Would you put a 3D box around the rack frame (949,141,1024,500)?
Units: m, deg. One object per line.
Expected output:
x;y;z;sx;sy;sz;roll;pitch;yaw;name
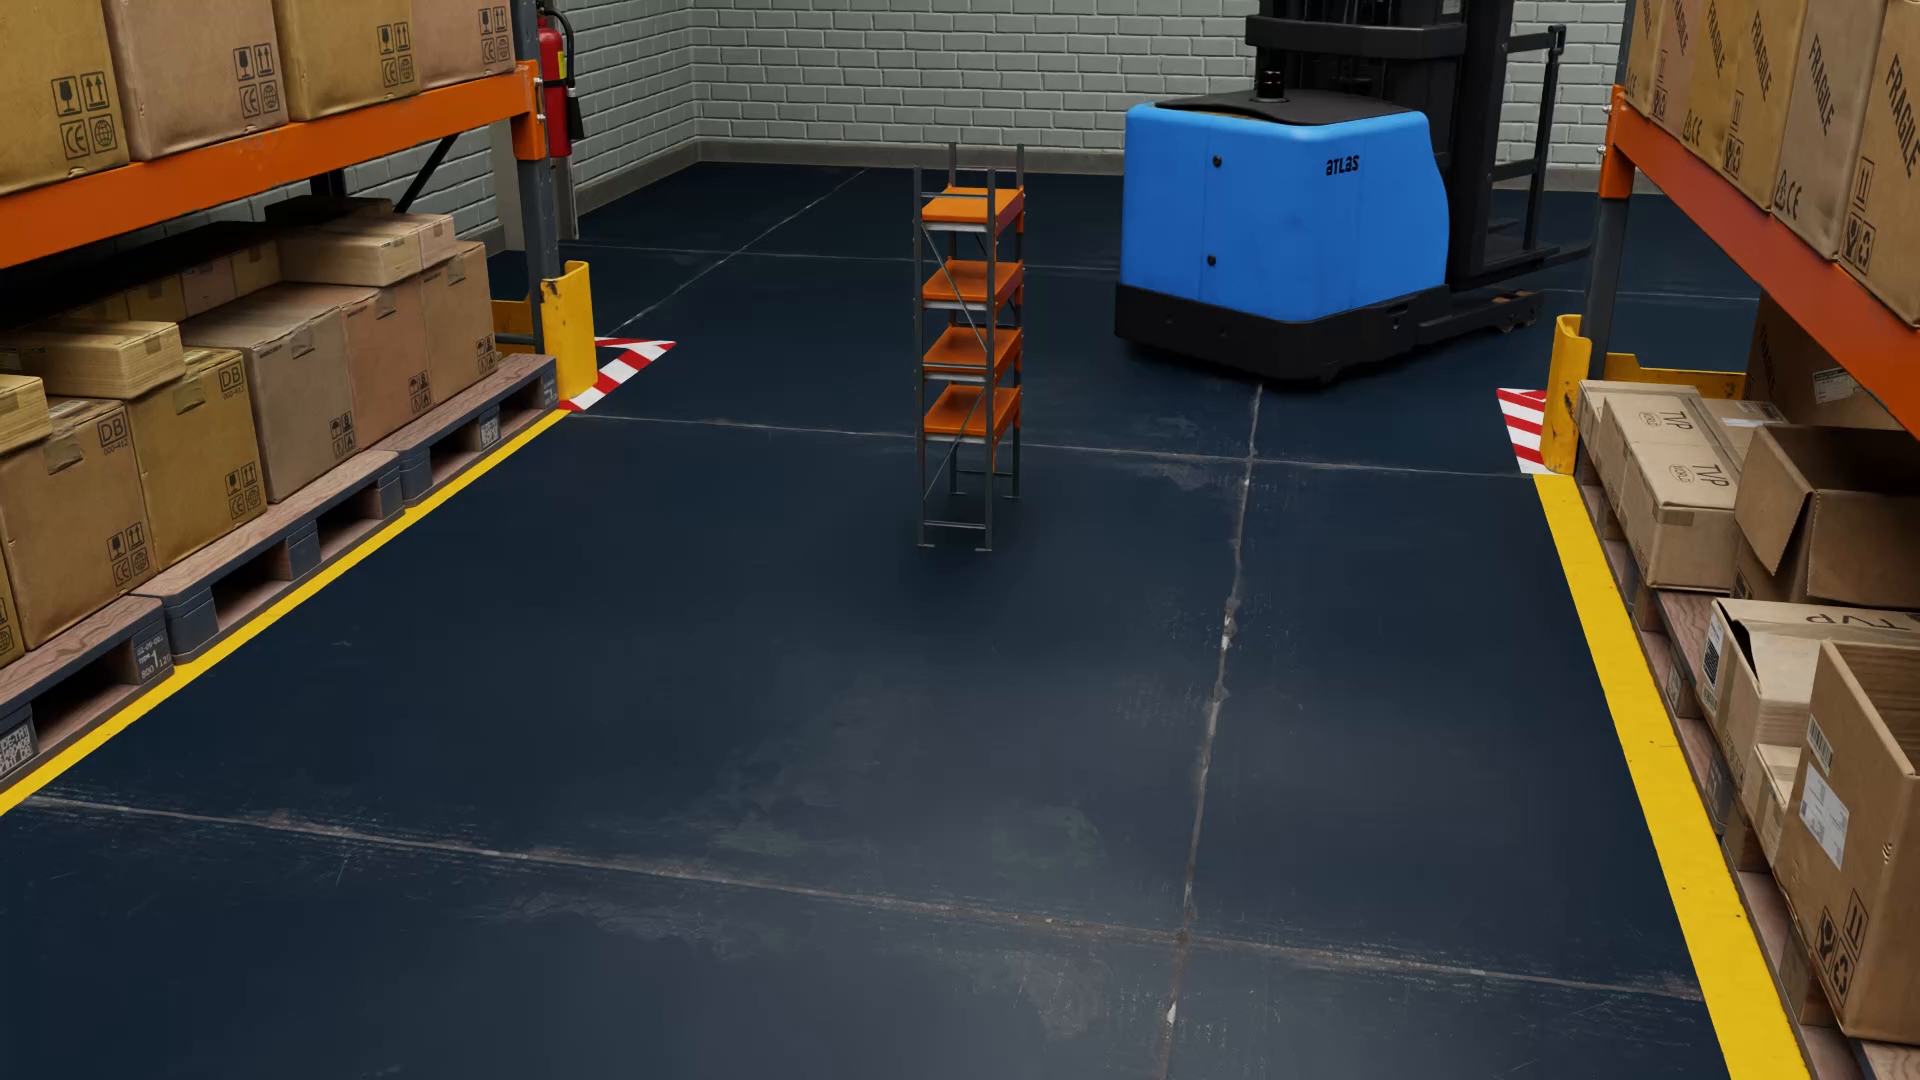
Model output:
0.084;-0.706;5.501;0.240;1.200;0.015;4;22;11;rack frame

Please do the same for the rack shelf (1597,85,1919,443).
2.315;-0.608;3.812;1.077;0.370;4.000;4;22;11;rack shelf

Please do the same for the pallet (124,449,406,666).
-2.464;-0.013;5.103;1.003;0.211;1.213;4;22;11;pallet

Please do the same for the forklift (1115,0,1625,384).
2.126;-2.451;7.517;3.031;2.935;1.130;-19;28;-38;forklift

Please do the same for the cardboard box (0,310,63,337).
-2.703;-0.532;4.576;0.380;0.149;0.250;5;22;11;cardboard box

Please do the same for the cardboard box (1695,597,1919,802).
1.899;0.328;3.533;0.500;0.311;0.500;4;22;11;cardboard box

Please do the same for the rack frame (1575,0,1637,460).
2.723;-1.673;5.493;1.000;3.000;0.127;4;22;11;rack frame

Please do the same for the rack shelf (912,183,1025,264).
0.034;-0.982;5.133;0.258;0.148;0.480;4;22;11;rack shelf

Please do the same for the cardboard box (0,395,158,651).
-2.584;-0.071;4.299;0.700;0.500;0.500;4;22;10;cardboard box

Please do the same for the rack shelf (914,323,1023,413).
0.034;-0.555;5.305;0.258;0.148;0.480;4;22;11;rack shelf

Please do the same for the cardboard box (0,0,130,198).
-2.662;-1.190;3.891;0.980;0.700;0.700;4;22;10;cardboard box

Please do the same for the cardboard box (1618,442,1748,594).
2.131;-0.059;4.577;0.500;0.250;0.500;4;22;11;cardboard box

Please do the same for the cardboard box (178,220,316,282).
-2.444;-0.998;5.732;0.380;0.149;0.250;5;22;11;cardboard box

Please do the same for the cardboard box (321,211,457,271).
-2.019;-1.061;5.889;0.380;0.149;0.250;4;22;10;cardboard box

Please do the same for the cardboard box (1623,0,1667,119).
2.375;-1.578;5.122;0.500;0.500;0.500;5;22;12;cardboard box

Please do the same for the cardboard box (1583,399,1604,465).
2.251;-0.345;5.398;0.380;0.166;0.250;4;22;11;cardboard box

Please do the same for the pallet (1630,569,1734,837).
2.295;0.384;4.117;1.003;0.211;1.213;4;22;11;pallet

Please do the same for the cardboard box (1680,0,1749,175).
2.169;-1.205;4.197;0.500;0.500;0.500;4;22;11;cardboard box

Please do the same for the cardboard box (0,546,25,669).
-2.690;0.112;3.844;0.700;0.500;0.500;5;22;12;cardboard box

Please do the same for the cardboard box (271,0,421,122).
-2.359;-1.735;5.244;0.980;0.700;0.700;4;22;10;cardboard box

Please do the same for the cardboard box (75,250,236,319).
-2.547;-0.813;5.273;0.380;0.149;0.250;5;22;12;cardboard box

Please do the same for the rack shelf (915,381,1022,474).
0.034;-0.371;5.379;0.258;0.148;0.480;4;22;11;rack shelf

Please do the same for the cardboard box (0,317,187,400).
-2.335;-0.491;4.473;0.380;0.149;0.250;4;22;9;cardboard box

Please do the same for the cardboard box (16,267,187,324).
-2.599;-0.719;5.040;0.380;0.149;0.250;5;22;11;cardboard box

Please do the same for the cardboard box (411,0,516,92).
-2.221;-2.002;5.907;0.980;0.700;0.700;5;23;13;cardboard box

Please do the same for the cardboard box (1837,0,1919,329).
1.862;-0.648;2.813;0.500;0.500;0.500;5;22;12;cardboard box

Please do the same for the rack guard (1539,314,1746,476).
2.708;-0.486;5.891;1.175;0.500;0.348;4;22;11;rack guard

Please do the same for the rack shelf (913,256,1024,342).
0.034;-0.762;5.221;0.258;0.148;0.480;4;22;11;rack shelf

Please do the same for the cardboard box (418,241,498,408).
-2.172;-0.821;6.162;0.700;0.500;0.500;4;22;11;cardboard box

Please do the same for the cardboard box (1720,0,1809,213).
2.066;-1.022;3.743;0.500;0.500;0.500;5;22;12;cardboard box

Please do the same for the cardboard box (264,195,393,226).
-2.342;-1.183;6.192;0.380;0.149;0.250;5;22;11;cardboard box

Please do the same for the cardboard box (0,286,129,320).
-2.651;-0.627;4.810;0.380;0.149;0.250;4;22;10;cardboard box

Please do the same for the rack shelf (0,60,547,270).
-2.535;-0.985;4.746;1.077;0.370;4.000;4;22;11;rack shelf

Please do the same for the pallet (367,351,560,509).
-2.213;-0.458;6.208;1.003;0.211;1.213;4;22;11;pallet

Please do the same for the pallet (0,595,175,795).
-2.711;0.435;3.992;1.003;0.211;1.213;4;22;11;pallet

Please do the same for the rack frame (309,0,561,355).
-2.127;-2.050;6.428;1.000;3.000;0.127;4;22;11;rack frame

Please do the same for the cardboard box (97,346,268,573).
-2.477;-0.259;4.765;0.700;0.500;0.500;5;22;12;cardboard box

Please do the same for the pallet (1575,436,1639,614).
2.546;-0.060;5.221;1.003;0.211;1.213;4;22;11;pallet

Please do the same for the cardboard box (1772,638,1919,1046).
1.746;0.515;2.817;0.500;0.500;0.500;4;22;11;cardboard box

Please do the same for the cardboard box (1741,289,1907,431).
2.854;-0.500;5.338;0.500;0.500;0.500;4;22;11;cardboard box

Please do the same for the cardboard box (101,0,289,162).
-2.523;-1.456;4.553;0.980;0.700;0.700;3;22;8;cardboard box

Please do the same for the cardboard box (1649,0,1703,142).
2.275;-1.389;4.652;0.500;0.500;0.500;4;22;10;cardboard box

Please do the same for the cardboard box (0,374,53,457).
-2.441;-0.300;3.999;0.380;0.149;0.250;5;23;13;cardboard box

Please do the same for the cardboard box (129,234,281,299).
-2.496;-0.906;5.504;0.380;0.149;0.250;5;22;11;cardboard box

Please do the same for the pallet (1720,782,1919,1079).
2.048;0.832;3.006;1.003;0.211;1.213;4;22;11;pallet

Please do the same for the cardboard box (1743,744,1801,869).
1.764;0.536;3.235;0.380;0.149;0.250;4;22;11;cardboard box

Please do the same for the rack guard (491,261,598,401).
-2.122;-0.899;6.916;1.175;0.500;0.348;4;22;11;rack guard

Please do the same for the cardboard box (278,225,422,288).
-2.071;-0.968;5.657;0.380;0.149;0.250;5;22;12;cardboard box

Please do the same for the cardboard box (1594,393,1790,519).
2.233;-0.242;5.031;0.500;0.250;0.500;4;22;11;cardboard box

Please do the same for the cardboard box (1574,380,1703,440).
2.302;-0.428;5.629;0.380;0.149;0.250;4;22;11;cardboard box

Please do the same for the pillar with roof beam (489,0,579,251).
1.792;-5.558;7.108;9.100;9.000;0.400;4;22;11;pillar with roof beam

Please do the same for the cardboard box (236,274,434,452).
-2.274;-0.638;5.707;0.700;0.500;0.500;4;22;11;cardboard box

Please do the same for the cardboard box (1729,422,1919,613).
2.286;0.056;3.952;0.797;0.503;0.637;4;22;11;cardboard box

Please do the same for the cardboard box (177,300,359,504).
-2.376;-0.454;5.250;0.700;0.500;0.500;4;22;9;cardboard box

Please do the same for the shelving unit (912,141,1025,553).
0.034;-0.617;5.280;0.258;1.200;0.503;4;22;11;shelving unit

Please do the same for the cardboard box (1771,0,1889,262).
1.964;-0.836;3.280;0.500;0.500;0.500;5;22;12;cardboard box

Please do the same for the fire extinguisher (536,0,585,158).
-1.644;-1.861;6.561;0.296;0.674;0.183;4;22;11;fire extinguisher

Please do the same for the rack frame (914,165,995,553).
-0.016;-0.528;5.058;0.240;1.200;0.015;4;22;11;rack frame
